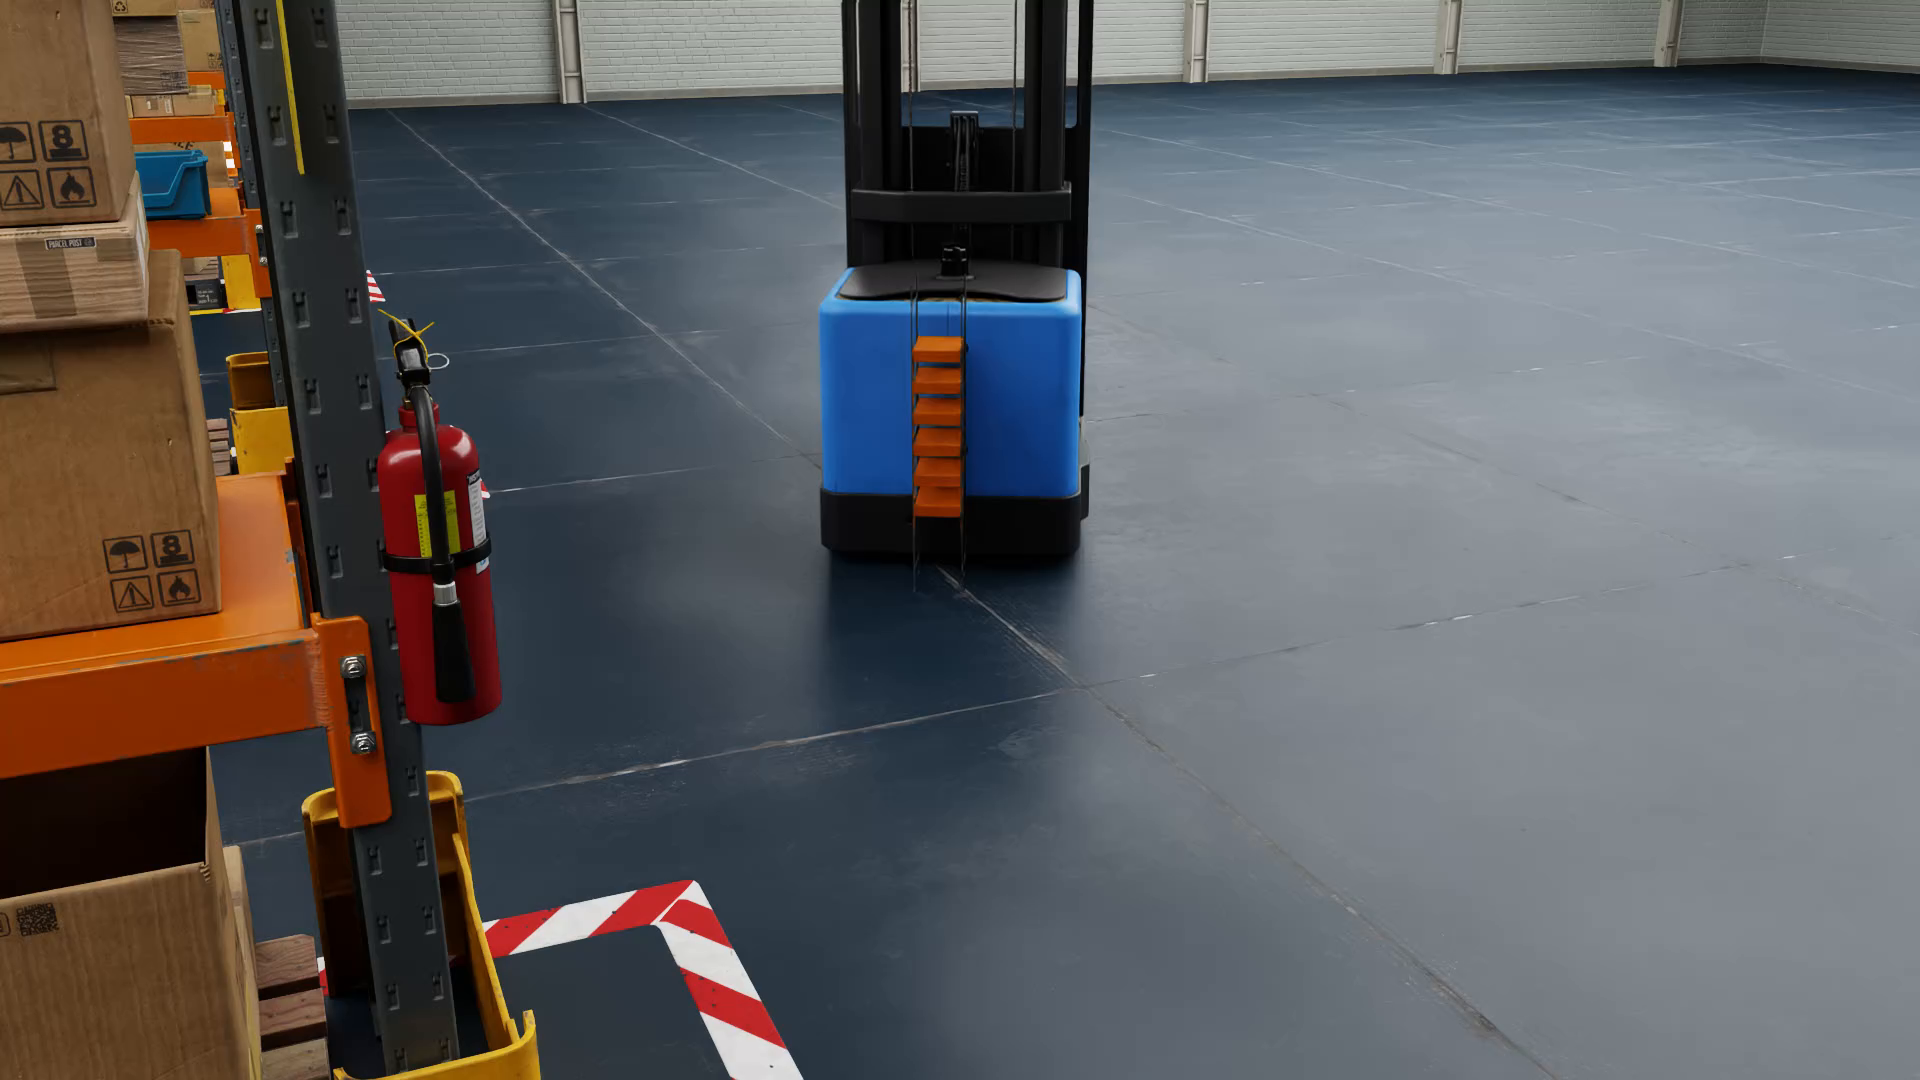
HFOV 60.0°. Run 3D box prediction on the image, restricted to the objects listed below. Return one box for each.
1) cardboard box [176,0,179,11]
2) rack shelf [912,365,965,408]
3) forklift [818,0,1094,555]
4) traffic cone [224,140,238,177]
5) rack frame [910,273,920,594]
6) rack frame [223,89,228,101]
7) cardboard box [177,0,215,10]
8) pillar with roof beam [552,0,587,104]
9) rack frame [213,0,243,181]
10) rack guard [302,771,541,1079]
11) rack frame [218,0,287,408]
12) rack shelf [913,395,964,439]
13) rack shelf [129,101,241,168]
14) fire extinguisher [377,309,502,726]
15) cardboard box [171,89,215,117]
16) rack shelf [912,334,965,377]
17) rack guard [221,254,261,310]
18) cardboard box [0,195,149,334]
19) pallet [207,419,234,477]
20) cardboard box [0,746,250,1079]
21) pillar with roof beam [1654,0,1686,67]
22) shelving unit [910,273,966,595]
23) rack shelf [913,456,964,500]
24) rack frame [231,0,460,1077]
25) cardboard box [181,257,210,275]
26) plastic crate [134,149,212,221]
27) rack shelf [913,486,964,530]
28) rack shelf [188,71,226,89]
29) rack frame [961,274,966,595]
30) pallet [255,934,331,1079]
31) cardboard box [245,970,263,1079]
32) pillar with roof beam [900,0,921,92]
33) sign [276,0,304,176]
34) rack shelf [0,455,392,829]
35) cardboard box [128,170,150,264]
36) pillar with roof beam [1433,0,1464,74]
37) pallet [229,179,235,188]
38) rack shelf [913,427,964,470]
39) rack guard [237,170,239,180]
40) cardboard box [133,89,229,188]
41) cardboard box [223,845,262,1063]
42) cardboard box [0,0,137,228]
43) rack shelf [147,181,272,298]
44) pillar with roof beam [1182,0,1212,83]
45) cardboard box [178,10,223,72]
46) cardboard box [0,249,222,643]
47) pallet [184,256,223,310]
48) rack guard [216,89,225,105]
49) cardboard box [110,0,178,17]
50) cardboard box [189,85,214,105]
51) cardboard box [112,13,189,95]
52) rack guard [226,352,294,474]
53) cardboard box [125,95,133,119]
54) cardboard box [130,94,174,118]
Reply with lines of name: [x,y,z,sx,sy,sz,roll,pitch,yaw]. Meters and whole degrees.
cardboard box: [-5.692,-3.888,11.445,0.500,0.500,0.500,-8,21,-22]
rack shelf: [-0.079,-0.580,6.274,0.180,0.103,0.258,1,20,3]
forklift: [0.049,-1.763,7.616,1.130,2.935,3.031,1,19,3]
traffic cone: [-8.136,-4.300,18.539,0.334,0.463,0.336,-8,21,-22]
rack frame: [-0.170,-0.398,6.345,0.006,1.200,0.240,1,20,3]
rack frame: [-9.004,-6.241,20.230,0.127,3.000,1.000,-8,21,-22]
cardboard box: [-7.307,-5.288,15.671,0.550,0.550,0.875,-8,21,-22]
pillar with roof beam: [-4.756,-10.243,22.565,0.400,9.000,9.100,-8,21,-22]
rack frame: [-5.079,-3.219,11.647,0.127,3.000,1.000,-8,21,-22]
rack guard: [-1.136,0.979,3.490,0.348,0.500,1.175,-8,21,-22]
rack frame: [-3.117,-1.708,7.357,0.127,3.000,1.000,-8,21,-22]
rack shelf: [-0.079,-0.467,6.314,0.180,0.103,0.258,1,20,3]
rack shelf: [-6.915,-2.616,11.019,4.000,0.370,1.077,-8,21,-22]
fire extinguisher: [-0.866,-0.035,2.720,0.183,0.674,0.296,-8,21,-22]
cardboard box: [-5.259,-3.000,11.403,0.250,0.149,0.380,-8,21,-22]
rack shelf: [-0.079,-0.693,6.234,0.180,0.103,0.258,1,20,3]
rack guard: [-5.149,-2.030,12.033,0.348,0.500,1.175,-8,21,-22]
cardboard box: [-1.434,-0.442,2.633,0.250,0.149,0.380,-9,21,-23]
pallet: [-3.916,-0.263,7.452,1.213,0.211,1.003,-8,21,-22]
cardboard box: [-1.533,0.709,2.870,0.500,0.500,0.500,-8,21,-22]
pillar with roof beam: [17.281,-13.401,31.531,0.400,9.000,9.100,-8,21,-22]
shelving unit: [-0.079,-0.396,6.339,0.189,1.200,0.258,1,20,3]
rack shelf: [-0.079,-0.241,6.394,0.180,0.103,0.258,1,20,3]
rack frame: [-1.158,-0.197,3.066,0.127,3.000,1.000,-8,21,-22]
cardboard box: [-5.659,-2.161,11.773,0.500,0.500,0.500,-4,20,-12]
plastic crate: [-3.458,-1.481,6.936,0.616,0.251,0.499,-8,21,-22]
rack shelf: [-0.079,-0.128,6.434,0.180,0.103,0.258,1,20,3]
rack shelf: [-8.787,-4.142,15.352,4.000,0.370,1.077,-8,21,-22]
rack frame: [0.012,-0.394,6.334,0.006,1.200,0.240,1,20,3]
pallet: [-1.844,1.231,3.207,1.213,0.211,1.003,-8,21,-22]
cardboard box: [-1.534,1.062,2.996,0.500,0.250,0.500,-8,21,-22]
pillar with roof beam: [0.754,-11.033,24.806,0.400,9.000,9.100,-8,21,-22]
sign: [-0.956,-0.688,2.359,0.005,0.325,0.100,-8,21,-22]
rack shelf: [-2.995,0.405,2.438,4.000,0.370,1.077,-8,21,-22]
cardboard box: [-1.604,-0.564,2.981,0.250,0.149,0.380,-8,21,-22]
pillar with roof beam: [11.772,-12.611,29.290,0.400,9.000,9.100,-8,21,-22]
pallet: [-7.654,-3.300,16.077,1.213,0.211,1.003,-8,21,-22]
rack shelf: [-0.079,-0.354,6.354,0.180,0.103,0.258,1,20,3]
rack guard: [-6.929,-3.569,16.404,0.348,0.500,1.175,-8,21,-22]
cardboard box: [-7.547,-3.831,15.953,0.875,0.875,0.875,-8,21,-22]
cardboard box: [-1.739,0.904,3.445,0.500,0.250,0.500,-8,21,-22]
cardboard box: [-1.641,-0.792,2.650,0.500,0.500,0.700,-8,21,-22]
rack shelf: [-4.953,-1.106,6.729,4.000,0.370,1.077,-8,21,-22]
pillar with roof beam: [6.263,-11.822,27.048,0.400,9.000,9.100,-8,21,-22]
cardboard box: [-7.273,-4.753,15.777,0.550,0.550,0.875,-8,21,-22]
cardboard box: [-1.592,-0.187,2.886,0.500,0.500,0.700,-8,21,-22]
pallet: [-5.909,-1.797,11.809,1.213,0.211,1.003,-8,21,-22]
rack guard: [-10.952,-6.578,24.951,0.348,0.500,1.175,-8,21,-22]
cardboard box: [-5.486,-3.730,10.995,0.500,0.500,0.500,-8,21,-22]
cardboard box: [-5.435,-3.135,11.788,0.250,0.149,0.380,-8,21,-22]
cardboard box: [-5.595,-3.342,11.399,0.500,0.500,0.875,-8,21,-22]
rack guard: [-3.168,-0.505,7.703,0.348,0.500,1.175,-8,21,-22]
cardboard box: [-5.698,-2.918,11.172,0.250,0.149,0.380,-8,21,-22]
cardboard box: [-5.489,-2.967,11.310,0.250,0.149,0.380,-8,21,-22]
